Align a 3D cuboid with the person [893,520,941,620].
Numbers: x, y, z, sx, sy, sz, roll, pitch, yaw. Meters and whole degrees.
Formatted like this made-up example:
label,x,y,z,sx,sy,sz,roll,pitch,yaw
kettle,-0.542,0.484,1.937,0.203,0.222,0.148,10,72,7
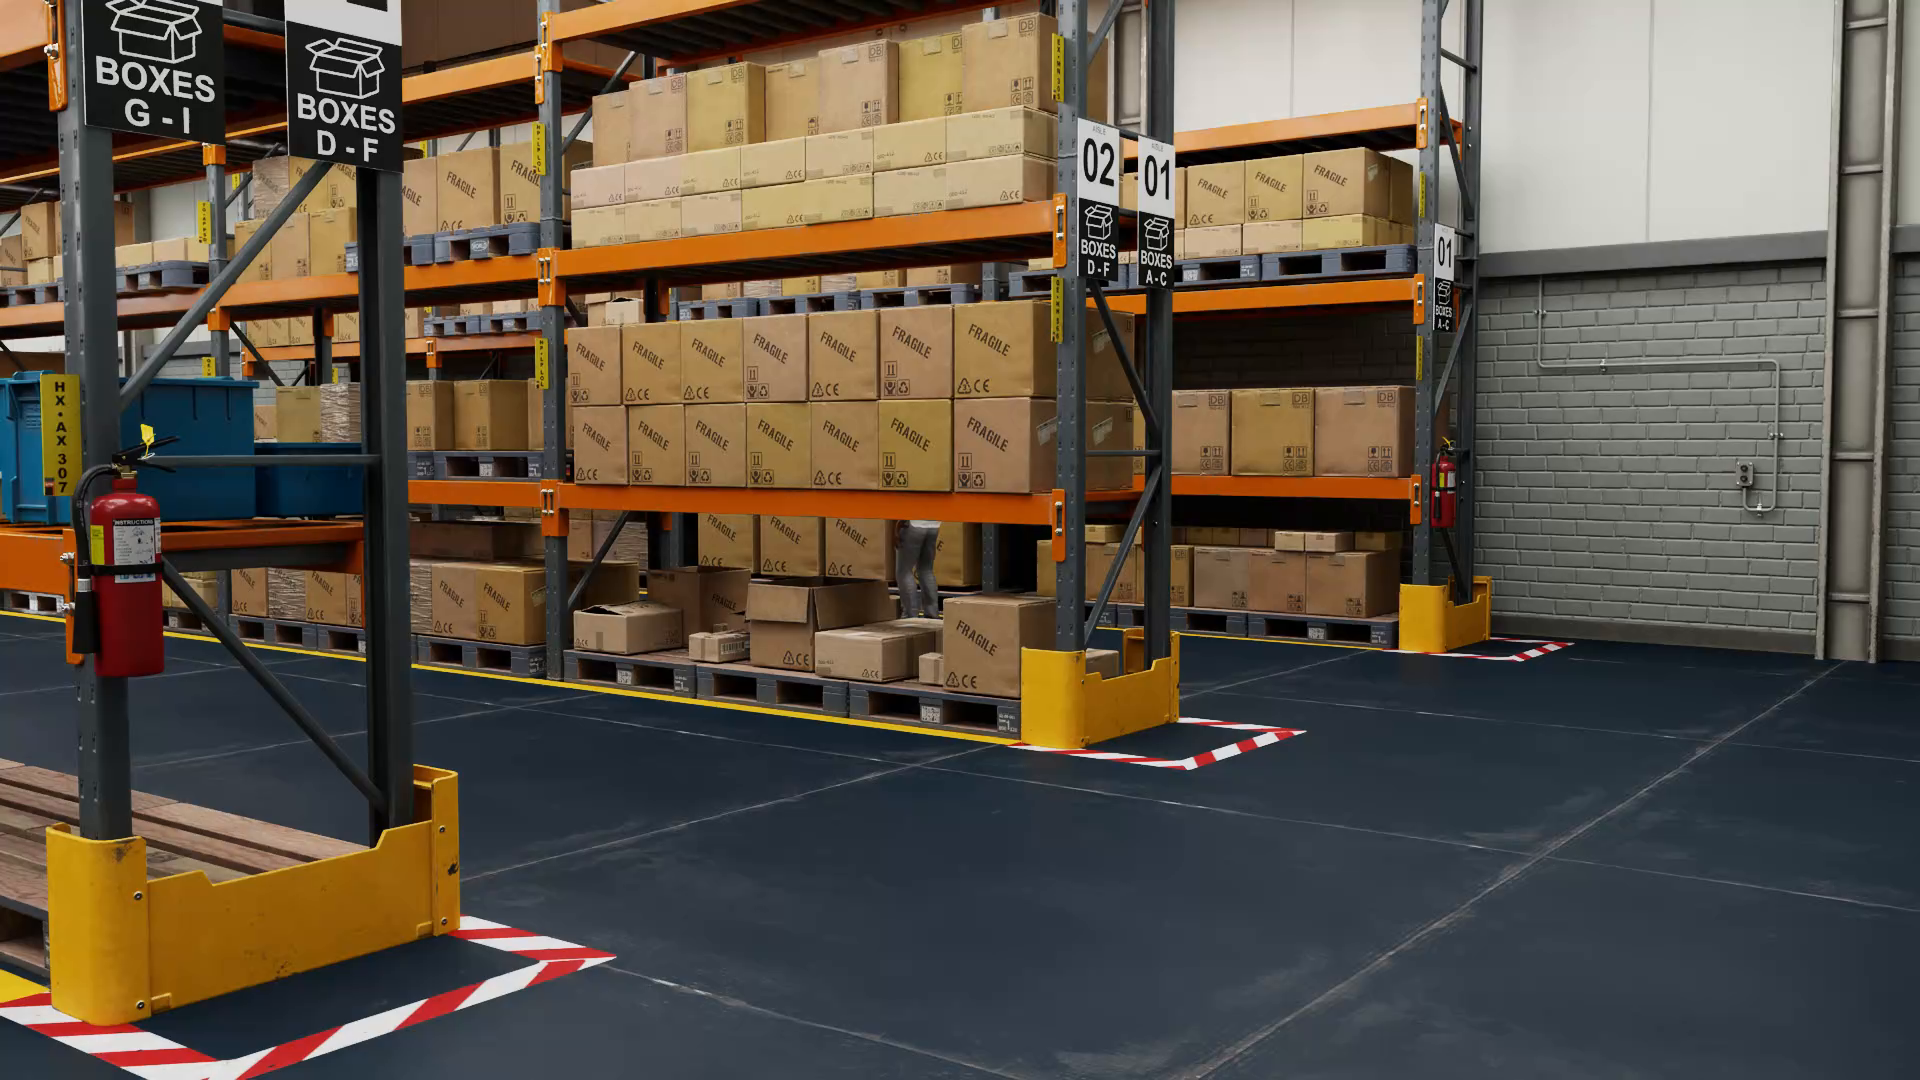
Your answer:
label,x,y,z,sx,sy,sz,roll,pitch,yaw
person,-0.386,-0.085,14.088,0.420,1.664,0.531,2,4,33
